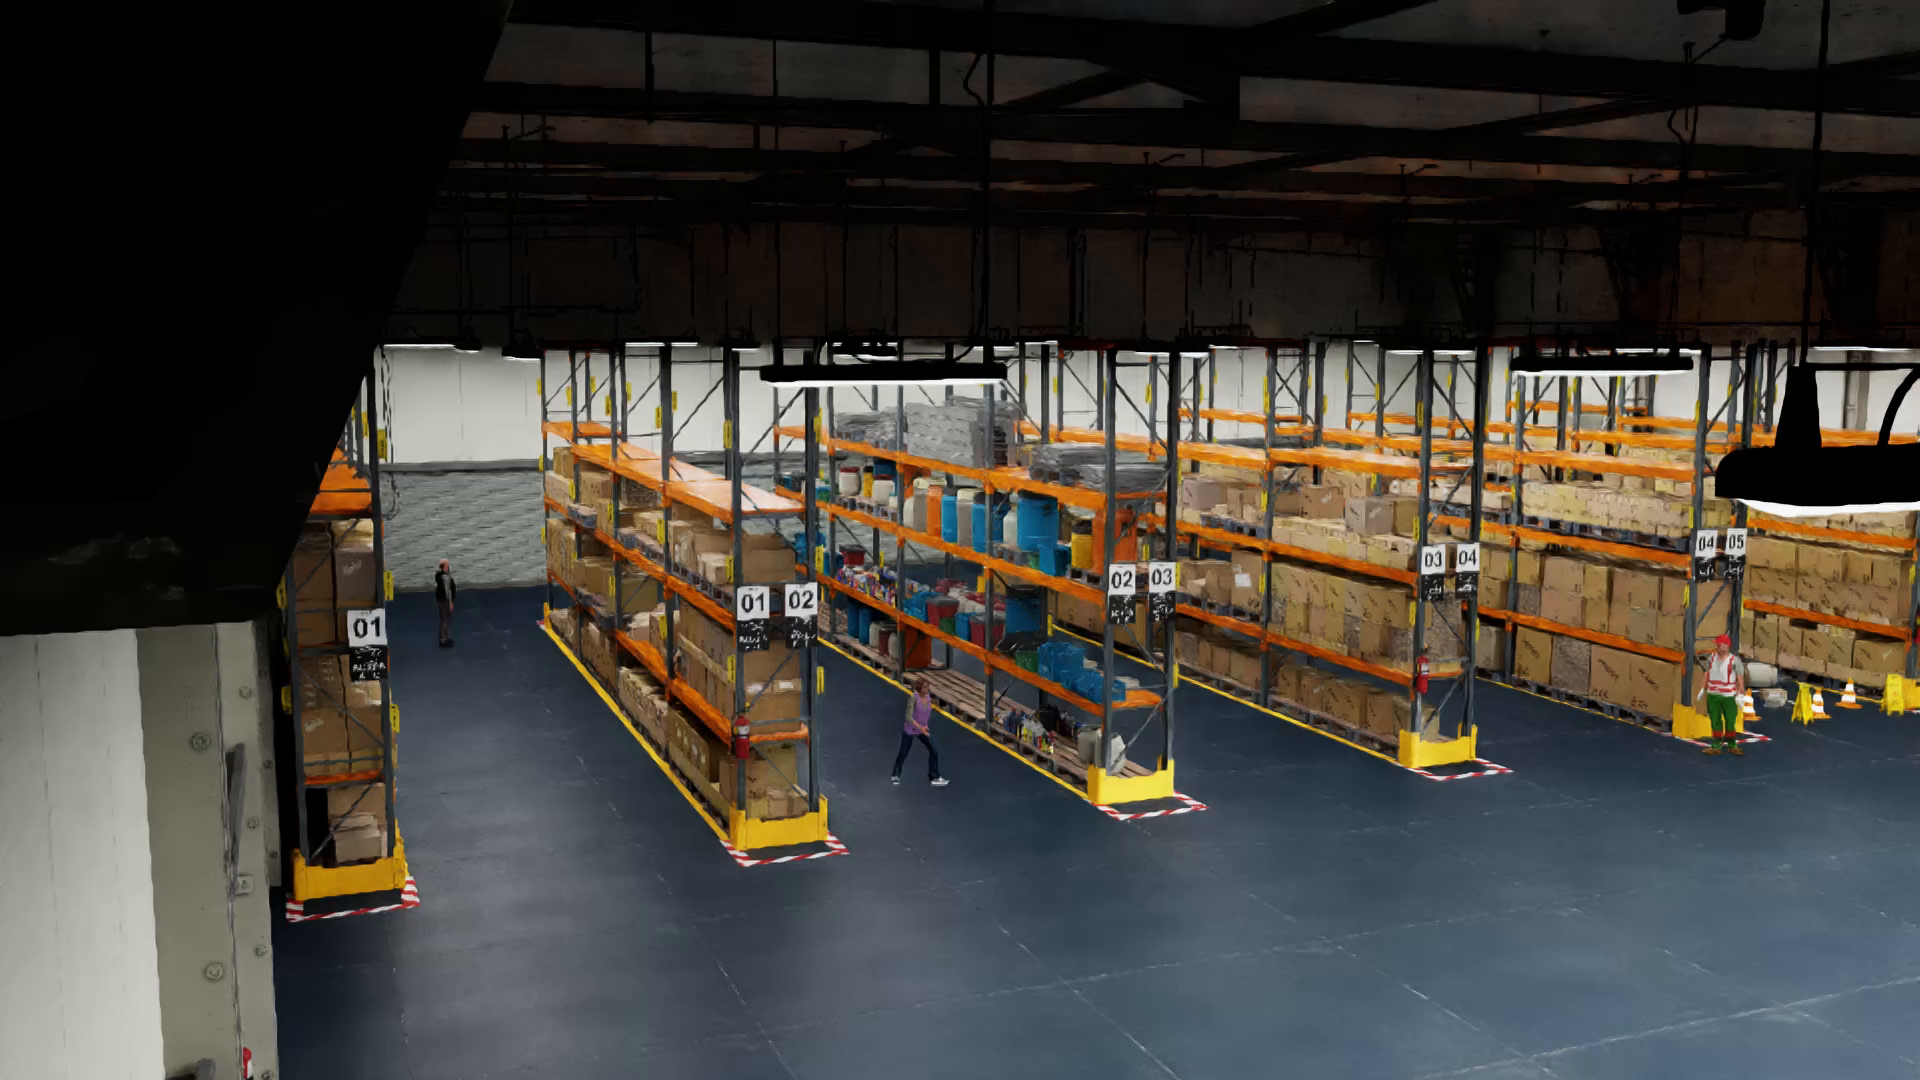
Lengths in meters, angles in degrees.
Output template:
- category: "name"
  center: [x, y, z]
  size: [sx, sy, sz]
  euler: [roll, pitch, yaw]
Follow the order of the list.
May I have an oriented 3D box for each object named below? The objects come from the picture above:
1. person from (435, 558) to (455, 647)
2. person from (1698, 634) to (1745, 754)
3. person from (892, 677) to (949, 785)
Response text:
- category: "person"
  center: [-10.123, 1.205, 32.727]
  size: [0.386, 1.727, 0.654]
  euler: [-5, 9, -32]
- category: "person"
  center: [11.244, 2.272, 24.510]
  size: [0.457, 1.793, 0.670]
  euler: [-6, 10, -41]
- category: "person"
  center: [-0.585, 2.609, 22.793]
  size: [0.573, 1.532, 0.763]
  euler: [-6, 10, -41]
